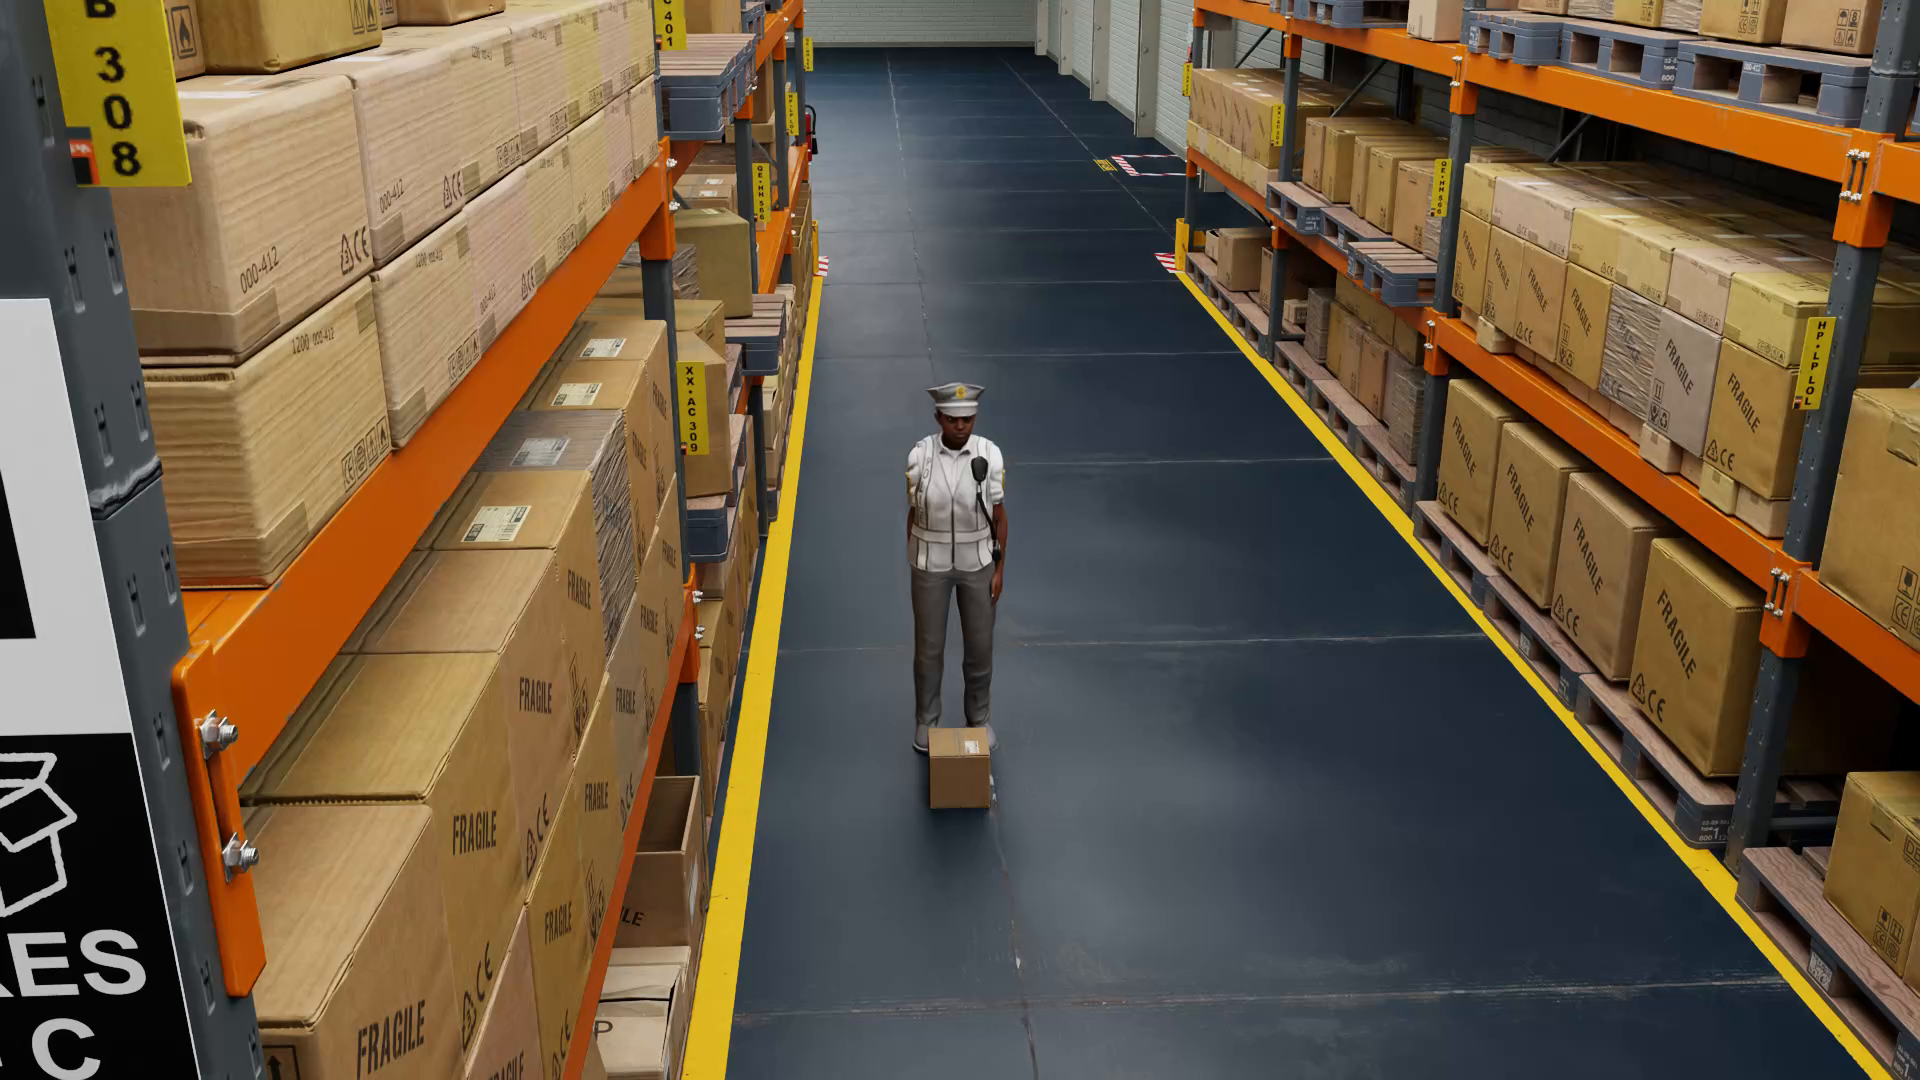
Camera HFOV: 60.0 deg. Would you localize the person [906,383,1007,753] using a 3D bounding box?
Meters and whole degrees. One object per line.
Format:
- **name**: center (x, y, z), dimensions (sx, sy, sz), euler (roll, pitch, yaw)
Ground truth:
- **person**: center (-0.014, 0.129, 7.230), dimensions (0.436, 1.697, 0.339), euler (0, 21, -1)
